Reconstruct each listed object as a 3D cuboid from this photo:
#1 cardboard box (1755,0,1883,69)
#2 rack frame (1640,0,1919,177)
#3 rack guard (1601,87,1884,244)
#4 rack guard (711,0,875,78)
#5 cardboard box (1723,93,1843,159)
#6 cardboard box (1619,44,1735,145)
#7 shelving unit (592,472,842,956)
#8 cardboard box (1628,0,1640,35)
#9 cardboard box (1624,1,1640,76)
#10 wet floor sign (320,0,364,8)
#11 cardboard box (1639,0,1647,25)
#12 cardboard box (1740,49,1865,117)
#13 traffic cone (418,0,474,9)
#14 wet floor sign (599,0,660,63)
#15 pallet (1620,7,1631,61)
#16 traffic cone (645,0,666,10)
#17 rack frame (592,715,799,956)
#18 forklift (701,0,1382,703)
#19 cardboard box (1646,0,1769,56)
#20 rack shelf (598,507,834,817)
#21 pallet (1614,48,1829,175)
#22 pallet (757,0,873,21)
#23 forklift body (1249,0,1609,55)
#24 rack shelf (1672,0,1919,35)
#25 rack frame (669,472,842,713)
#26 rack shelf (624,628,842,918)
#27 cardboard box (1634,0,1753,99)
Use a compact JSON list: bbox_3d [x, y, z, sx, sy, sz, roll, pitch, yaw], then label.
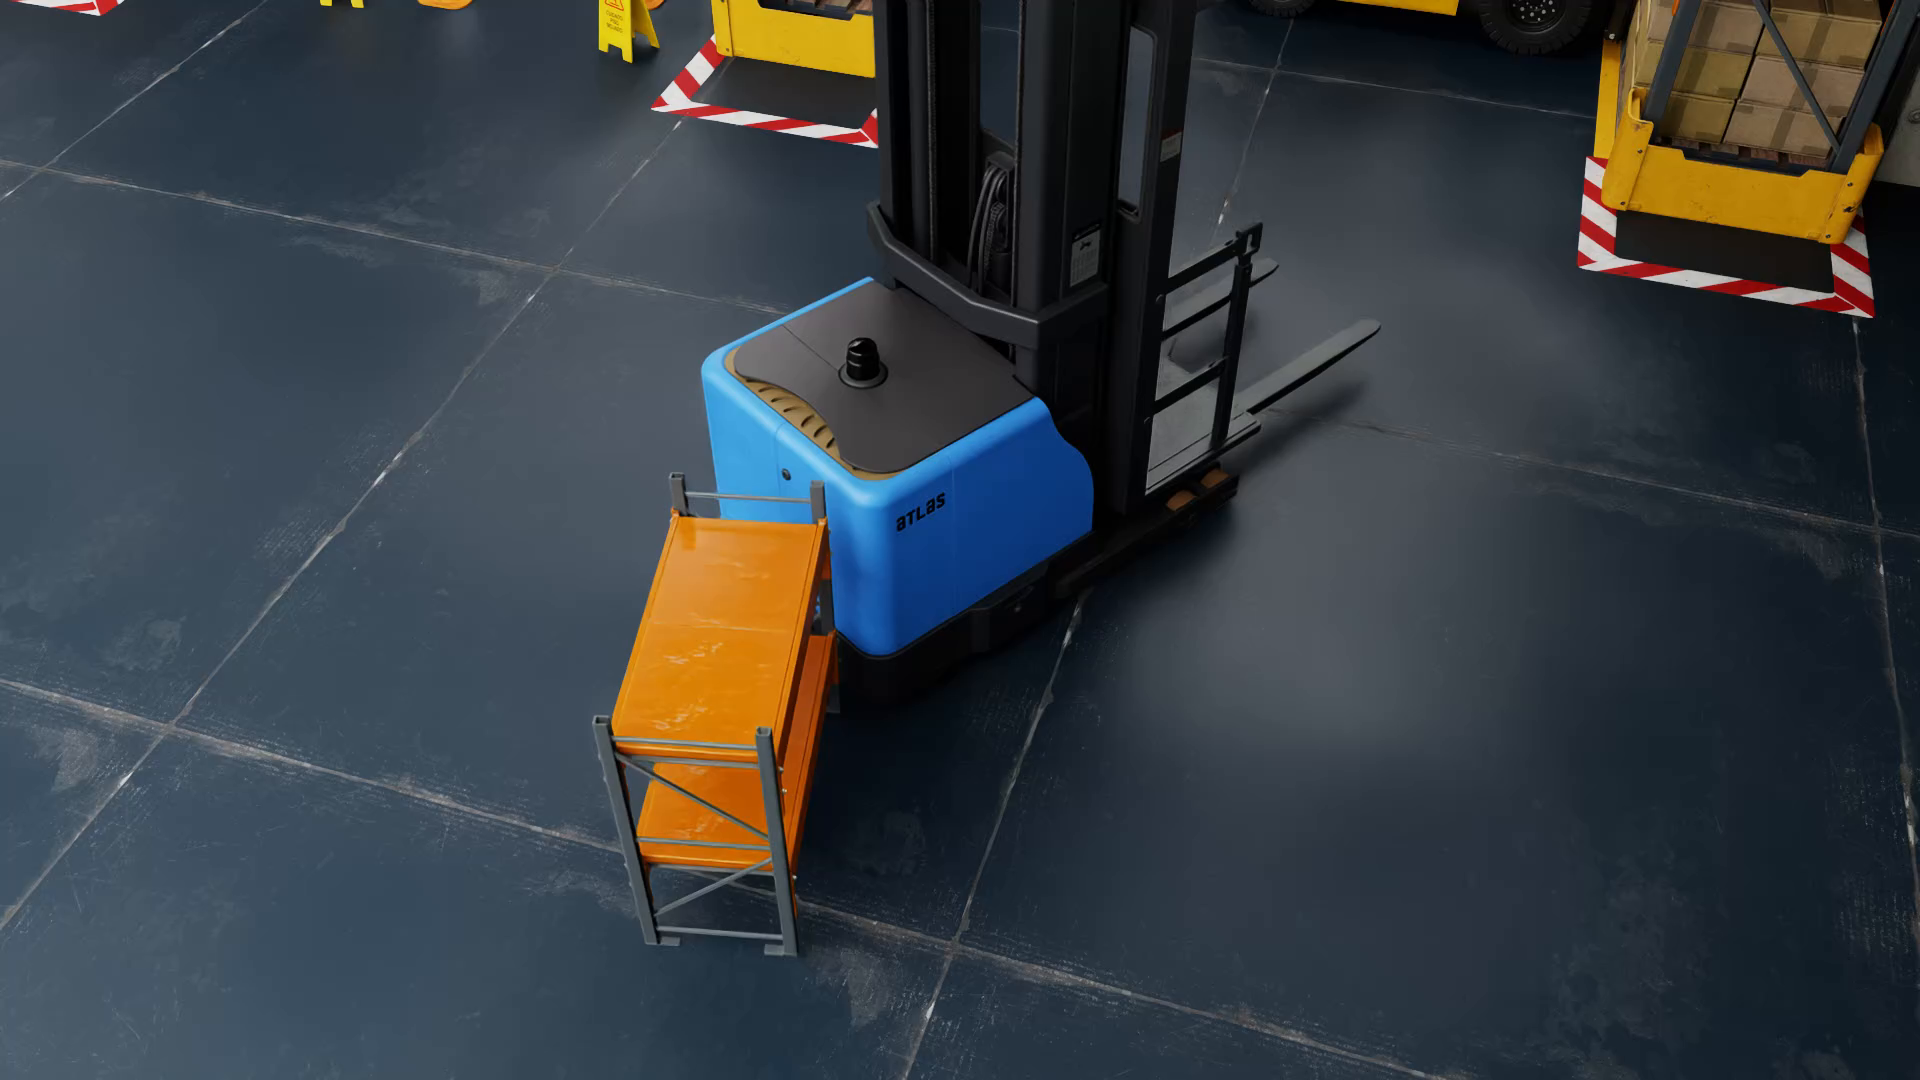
[{"bbox_3d":[4.213,-2.586,8.198,0.500,0.250,0.500,12,46,12],"label":"cardboard box"},{"bbox_3d":[3.888,-2.781,7.447,1.000,3.000,0.127,13,46,13],"label":"rack frame"},{"bbox_3d":[3.880,-1.871,8.305,1.175,0.500,0.348,13,46,13],"label":"rack guard"},{"bbox_3d":[-0.821,-2.987,9.445,1.175,0.500,0.348,13,46,13],"label":"rack guard"},{"bbox_3d":[4.223,-2.234,8.554,0.500,0.250,0.500,13,46,13],"label":"cardboard box"},{"bbox_3d":[3.729,-2.328,8.650,0.500,0.250,0.500,13,46,13],"label":"cardboard box"},{"bbox_3d":[-0.730,0.563,5.371,0.538,1.125,1.048,3,44,3],"label":"shelving unit"},{"bbox_3d":[4.048,-2.989,9.326,0.500,0.250,0.500,13,46,13],"label":"cardboard box"},{"bbox_3d":[3.888,-2.658,8.987,0.500,0.250,0.500,13,46,12],"label":"cardboard box"},{"bbox_3d":[-3.714,-3.530,9.896,0.267,0.644,0.232,5,45,5],"label":"wet floor sign"},{"bbox_3d":[3.899,-2.849,8.825,0.500,0.250,0.500,12,46,12],"label":"cardboard box"},{"bbox_3d":[4.228,-2.396,8.362,0.500,0.250,0.500,13,46,13],"label":"cardboard box"},{"bbox_3d":[-3.104,-3.491,9.987,0.336,0.463,0.334,13,46,13],"label":"traffic cone"},{"bbox_3d":[-1.921,-3.088,9.444,0.267,0.644,0.232,28,51,26],"label":"wet floor sign"},{"bbox_3d":[4.451,-3.113,9.780,1.003,0.211,1.213,13,46,13],"label":"pallet"},{"bbox_3d":[-1.943,-3.483,9.978,0.336,0.463,0.334,13,46,13],"label":"traffic cone"},{"bbox_3d":[-0.773,0.917,5.009,0.500,1.125,0.032,3,44,3],"label":"rack frame"},{"bbox_3d":[0.515,-1.340,6.023,3.031,2.935,1.130,-31,52,-28],"label":"forklift"},{"bbox_3d":[3.730,-2.678,8.293,0.500,0.250,0.500,14,46,14],"label":"cardboard box"},{"bbox_3d":[-0.730,0.354,5.166,0.538,0.278,1.000,3,44,3],"label":"rack shelf"},{"bbox_3d":[4.079,-2.303,8.952,1.003,0.211,1.213,13,46,13],"label":"pallet"},{"bbox_3d":[-0.541,-3.417,10.091,1.003,0.211,1.213,13,46,13],"label":"pallet"},{"bbox_3d":[2.723,-4.128,9.430,2.313,2.155,1.214,13,46,13],"label":"forklift body"},{"bbox_3d":[4.493,-3.857,9.061,1.077,0.370,4.000,13,46,13],"label":"rack shelf"},{"bbox_3d":[-0.686,0.209,5.733,0.500,1.125,0.032,3,44,3],"label":"rack frame"},{"bbox_3d":[-0.729,0.738,5.542,0.538,0.278,1.000,3,44,3],"label":"rack shelf"},{"bbox_3d":[3.737,-2.517,8.486,0.500,0.250,0.500,12,46,12],"label":"cardboard box"}]
